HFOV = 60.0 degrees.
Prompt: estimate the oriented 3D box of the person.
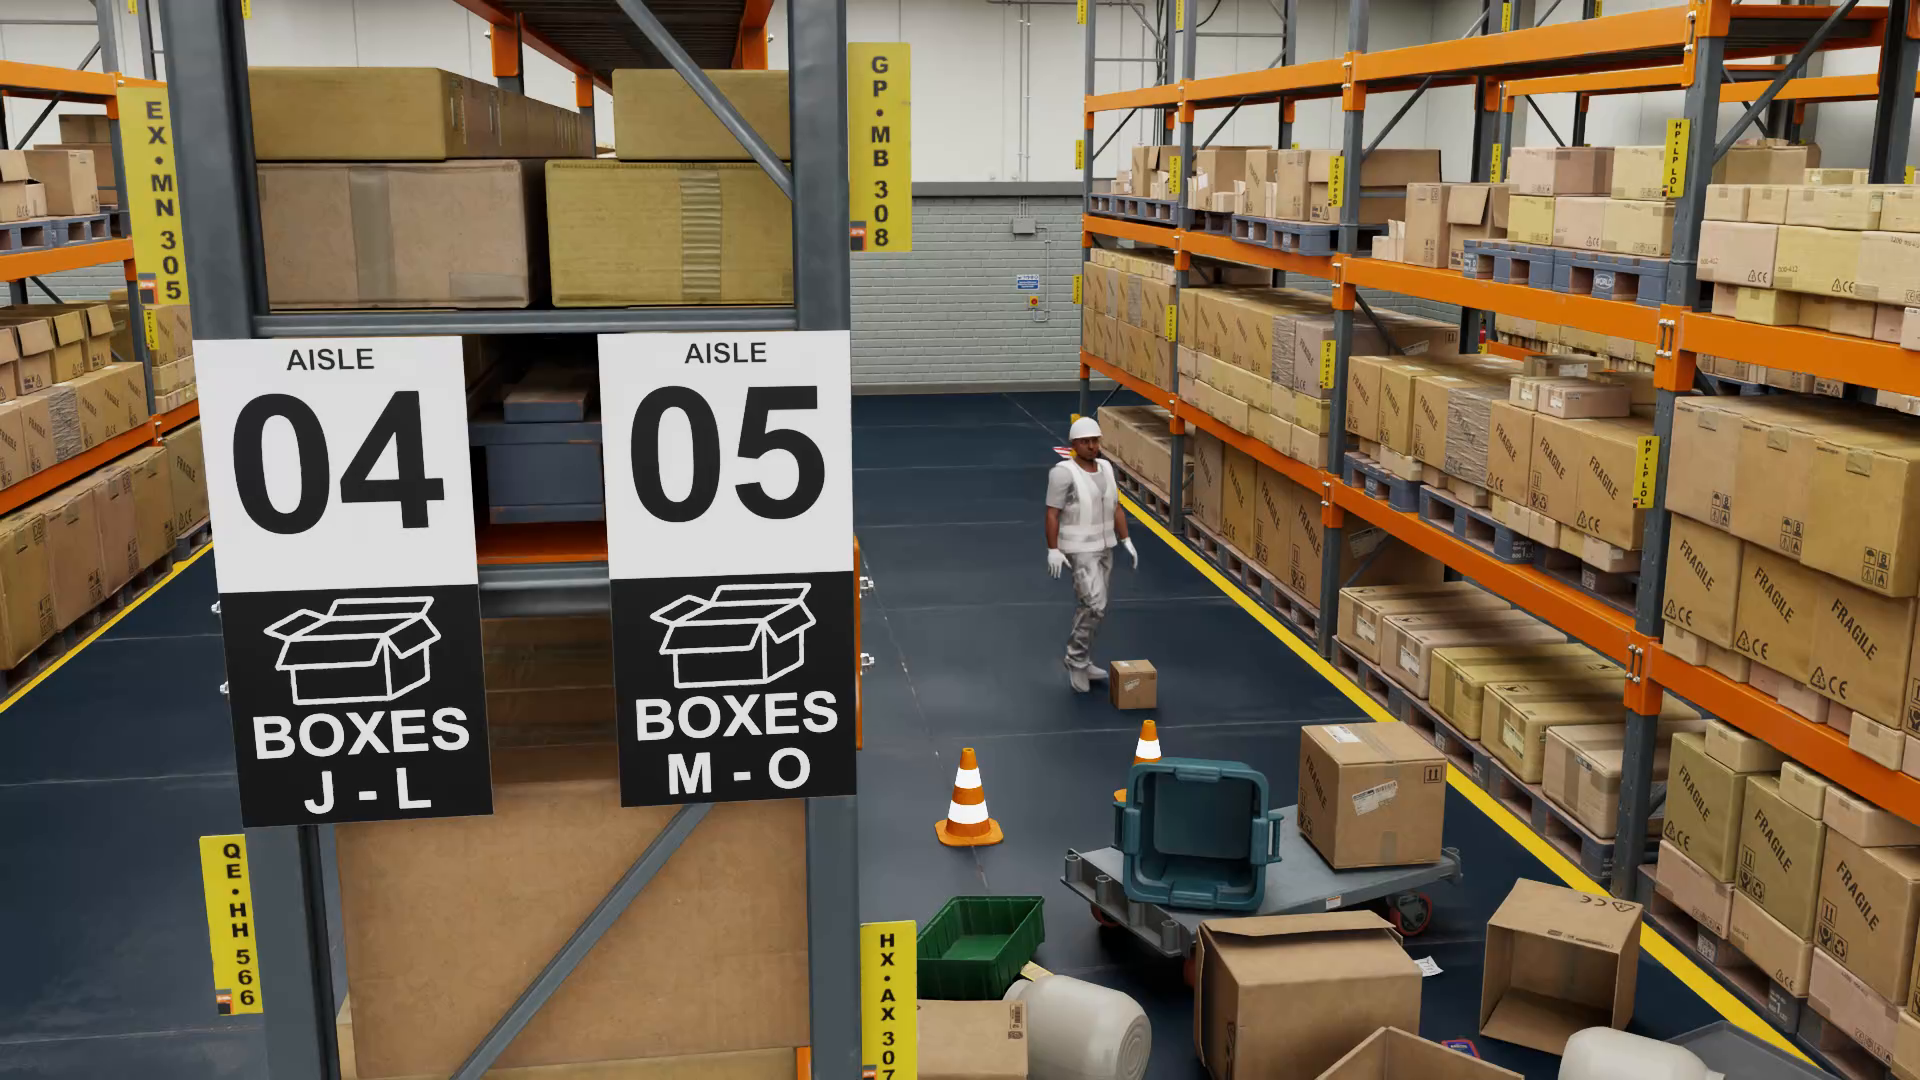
[{"bbox_3d":[0.879,0.098,11.003,0.474,1.820,0.570,12,18,42],"label":"person"}]
